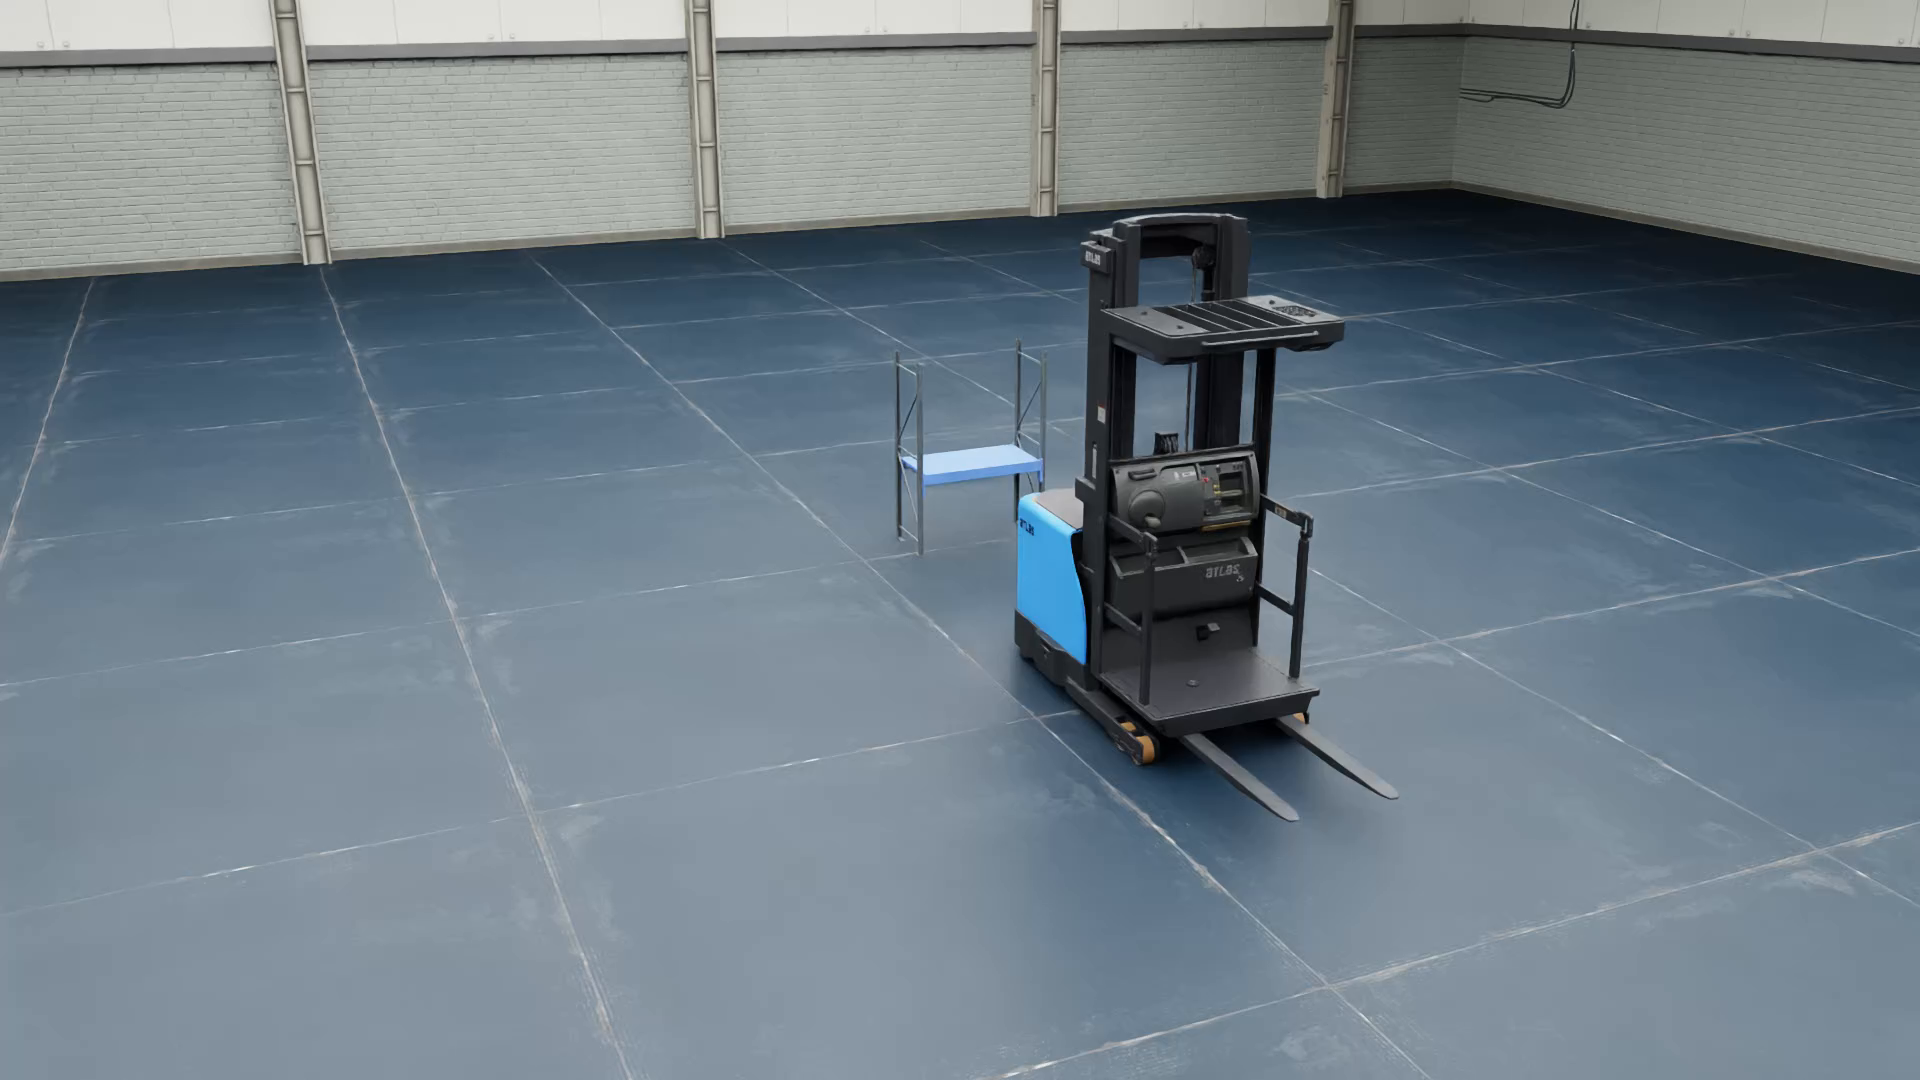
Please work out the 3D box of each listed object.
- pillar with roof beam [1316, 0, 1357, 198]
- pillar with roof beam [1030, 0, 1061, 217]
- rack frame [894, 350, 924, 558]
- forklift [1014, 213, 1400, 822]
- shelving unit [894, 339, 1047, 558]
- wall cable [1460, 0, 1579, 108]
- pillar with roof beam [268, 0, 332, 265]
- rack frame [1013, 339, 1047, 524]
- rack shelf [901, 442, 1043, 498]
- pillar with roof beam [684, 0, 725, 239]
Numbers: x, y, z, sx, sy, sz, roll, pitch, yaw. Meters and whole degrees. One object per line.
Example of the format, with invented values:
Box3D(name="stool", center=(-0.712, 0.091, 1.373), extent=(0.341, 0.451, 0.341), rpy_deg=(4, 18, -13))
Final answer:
Box3D(name="pillar with roof beam", center=(8.678, -9.422, 26.232), extent=(0.400, 9.000, 9.100), rpy_deg=(-8, 21, -22))
Box3D(name="pillar with roof beam", center=(3.169, -8.633, 23.990), extent=(0.400, 9.000, 9.100), rpy_deg=(-8, 21, -22))
Box3D(name="rack frame", center=(-0.388, -0.652, 12.615), extent=(0.032, 1.500, 0.500), rpy_deg=(-8, 21, -22))
Box3D(name="forklift", center=(1.387, -0.268, 9.370), extent=(1.130, 2.935, 3.031), rpy_deg=(-8, 21, -21))
Box3D(name="shelving unit", center=(0.078, -0.719, 12.805), extent=(1.048, 1.500, 0.538), rpy_deg=(-8, 21, -22))
Box3D(name="wall cable", center=(10.201, -9.255, 30.432), extent=(0.112, 2.526, 3.097), rpy_deg=(-8, 21, -22))
Box3D(name="pillar with roof beam", center=(-7.850, -7.054, 19.507), extent=(0.400, 9.000, 9.100), rpy_deg=(-8, 21, -22))
Box3D(name="rack frame", center=(0.545, -0.786, 12.995), extent=(0.032, 1.500, 0.500), rpy_deg=(-8, 21, -22))
Box3D(name="rack shelf", center=(0.078, -0.549, 12.865), extent=(1.000, 0.185, 0.538), rpy_deg=(-8, 21, -22))
Box3D(name="pillar with roof beam", center=(-2.341, -7.843, 21.749), extent=(0.400, 9.000, 9.100), rpy_deg=(-8, 21, -22))
